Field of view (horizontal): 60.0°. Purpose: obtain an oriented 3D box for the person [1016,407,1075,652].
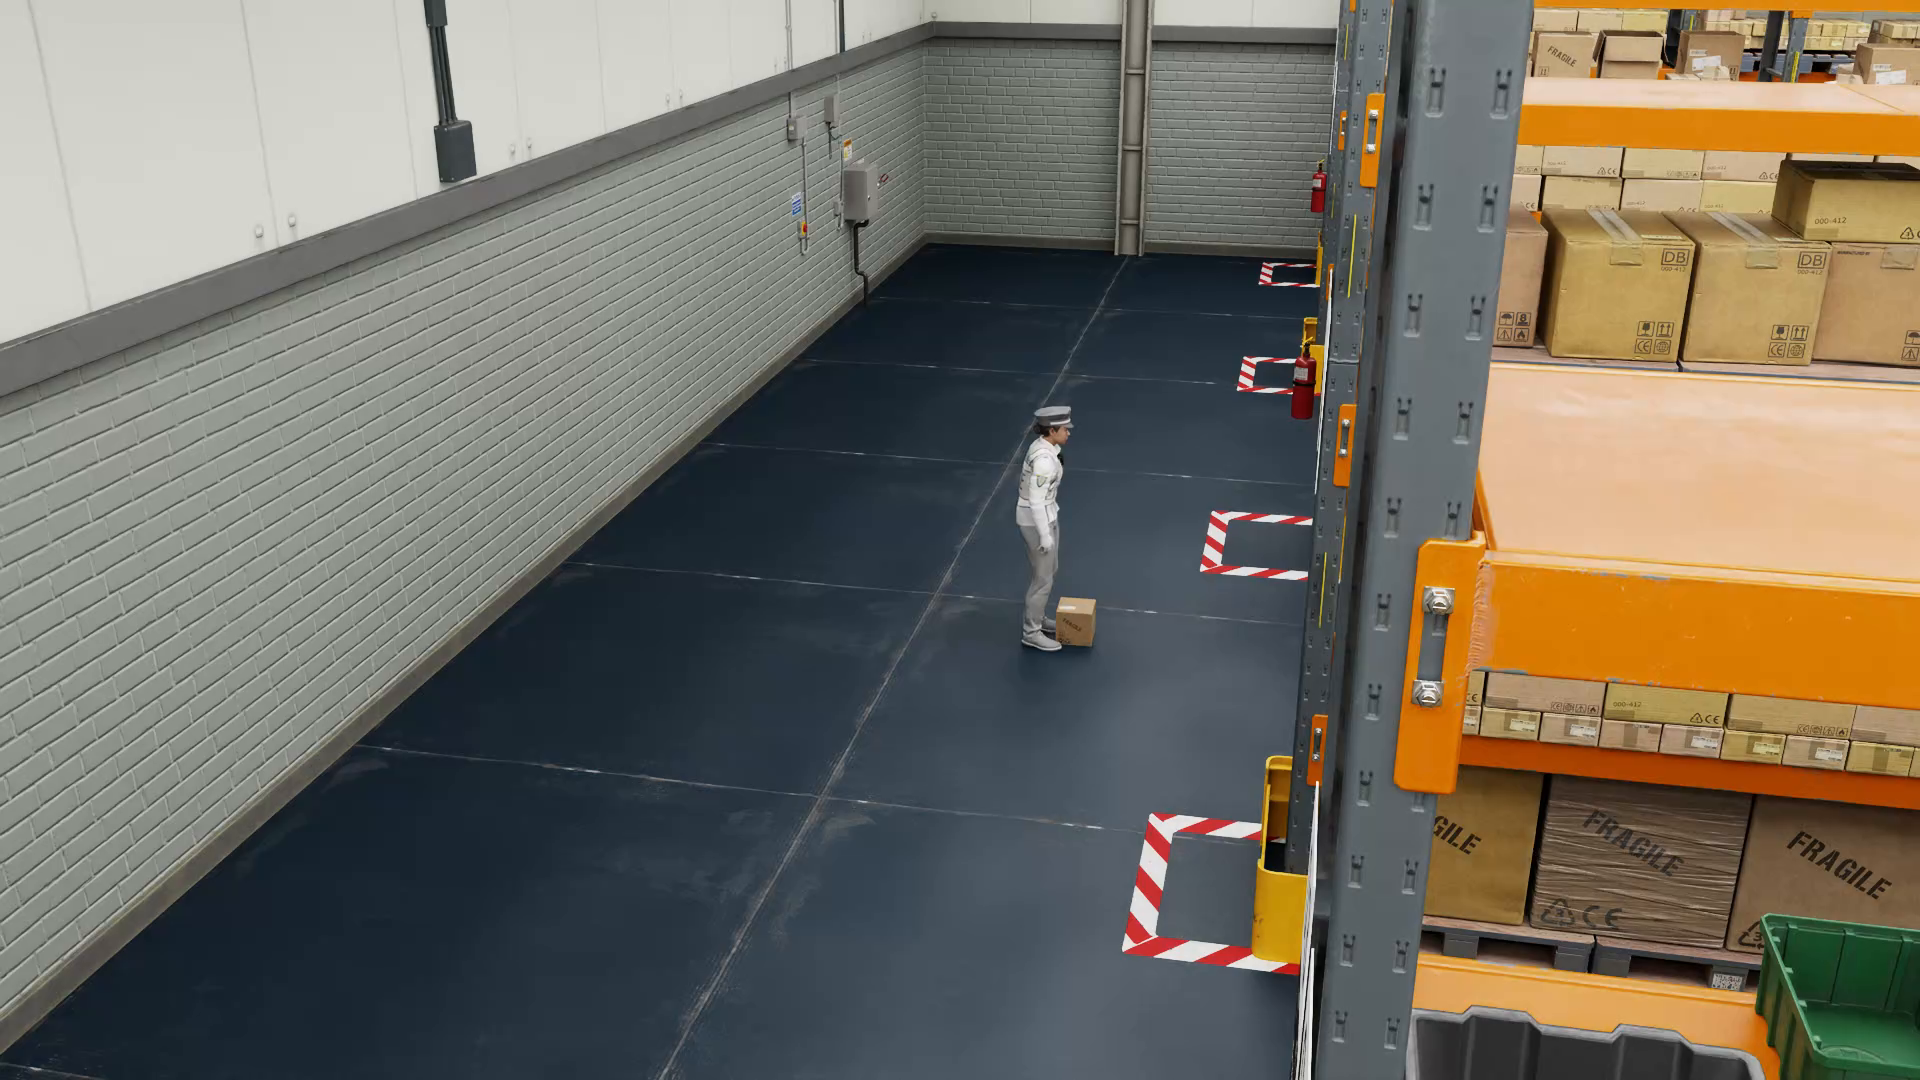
[{"bbox_3d":[0.574,-0.102,11.339,0.378,1.663,0.532,4,22,10],"label":"person"}]
